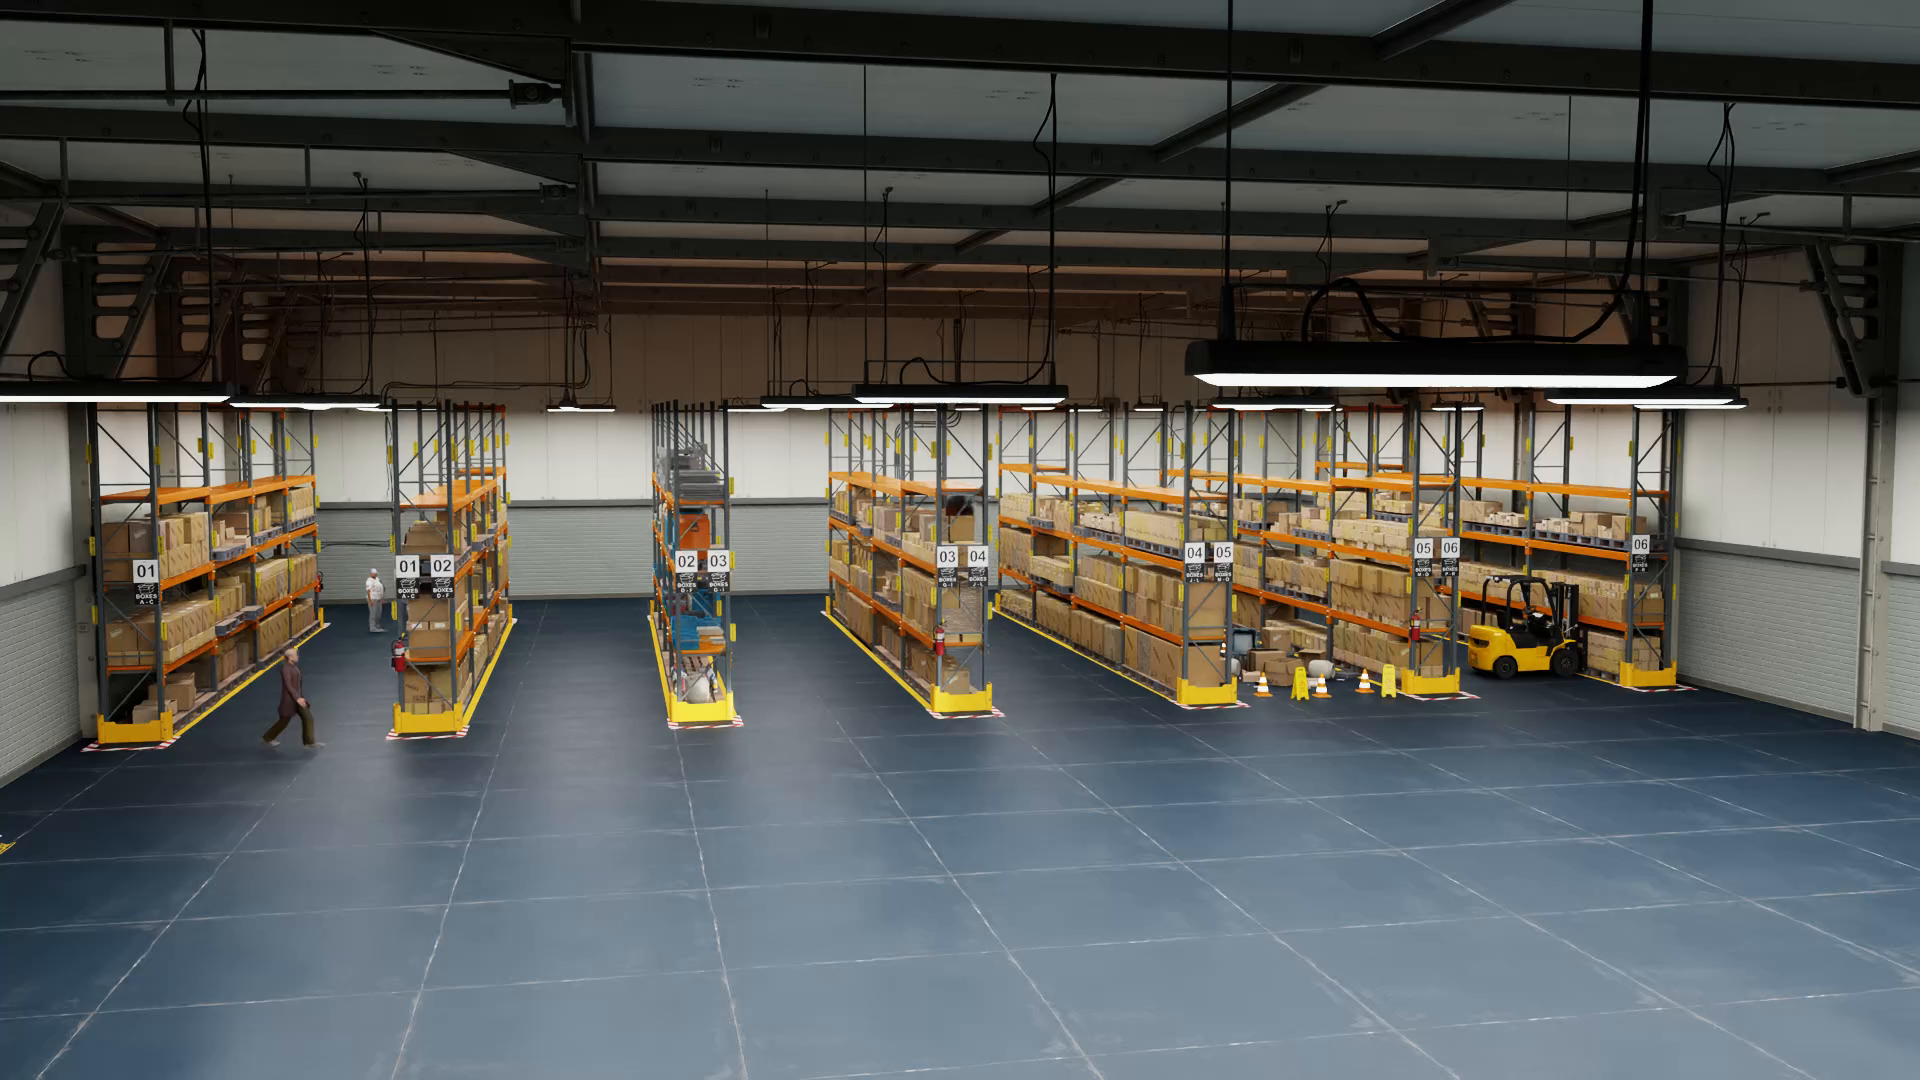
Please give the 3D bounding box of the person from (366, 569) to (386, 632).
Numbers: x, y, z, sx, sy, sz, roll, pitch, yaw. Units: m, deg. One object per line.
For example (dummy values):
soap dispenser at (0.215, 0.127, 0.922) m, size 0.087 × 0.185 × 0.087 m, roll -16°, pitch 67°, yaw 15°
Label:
person at (-15.421, 1.598, 43.903) m, size 0.413 × 1.697 × 0.502 m, roll 1°, pitch 4°, yaw 8°

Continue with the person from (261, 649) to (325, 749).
person at (-11.423, 2.723, 28.372) m, size 1.075 × 1.734 × 0.541 m, roll 1°, pitch 4°, yaw 8°

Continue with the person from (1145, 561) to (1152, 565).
person at (5.189, 1.433, 45.564) m, size 0.366 × 1.736 × 0.614 m, roll 1°, pitch 4°, yaw 7°
